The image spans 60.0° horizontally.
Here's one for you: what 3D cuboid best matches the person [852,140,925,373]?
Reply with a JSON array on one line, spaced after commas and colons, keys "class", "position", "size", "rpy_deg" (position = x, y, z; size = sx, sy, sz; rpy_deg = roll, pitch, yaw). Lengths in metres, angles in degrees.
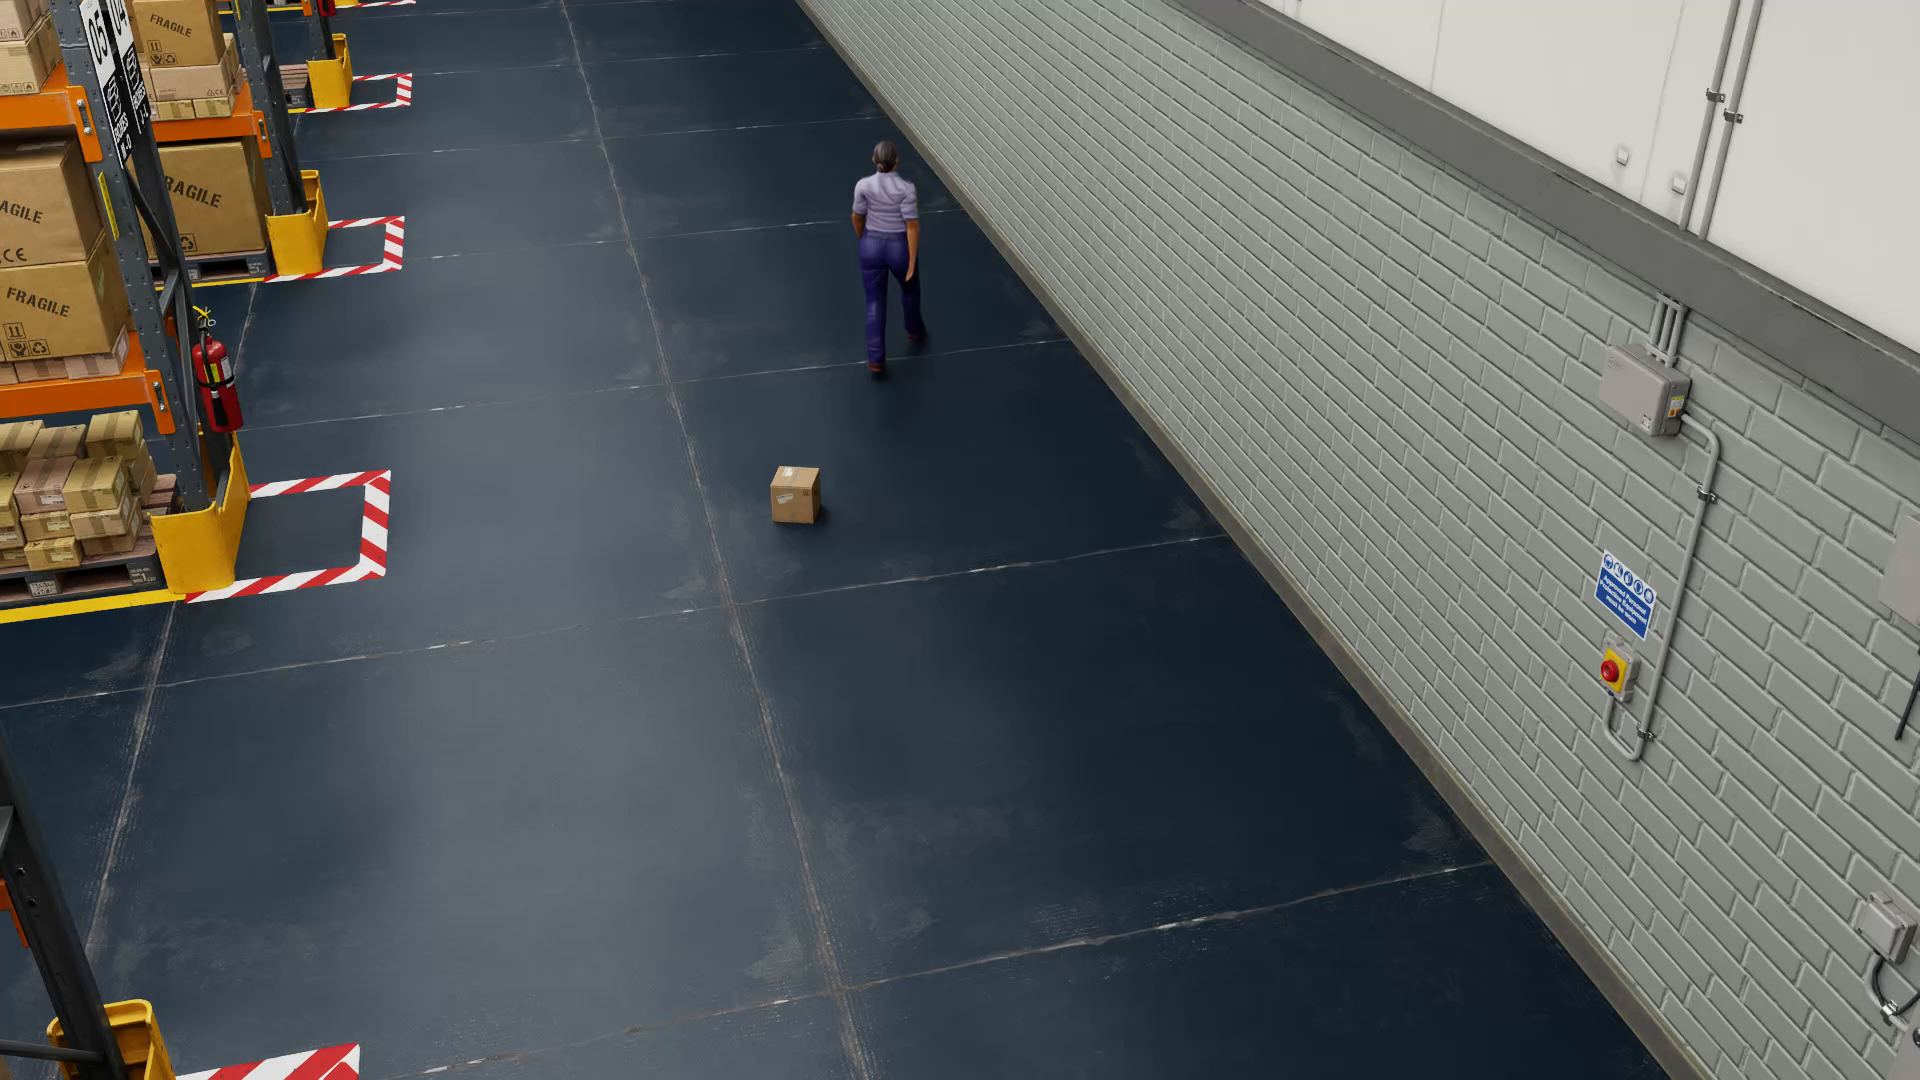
[{"class": "person", "position": [-0.507, -2.072, 11.768], "size": [0.493, 1.577, 0.958], "rpy_deg": [3, 31, 4]}]
